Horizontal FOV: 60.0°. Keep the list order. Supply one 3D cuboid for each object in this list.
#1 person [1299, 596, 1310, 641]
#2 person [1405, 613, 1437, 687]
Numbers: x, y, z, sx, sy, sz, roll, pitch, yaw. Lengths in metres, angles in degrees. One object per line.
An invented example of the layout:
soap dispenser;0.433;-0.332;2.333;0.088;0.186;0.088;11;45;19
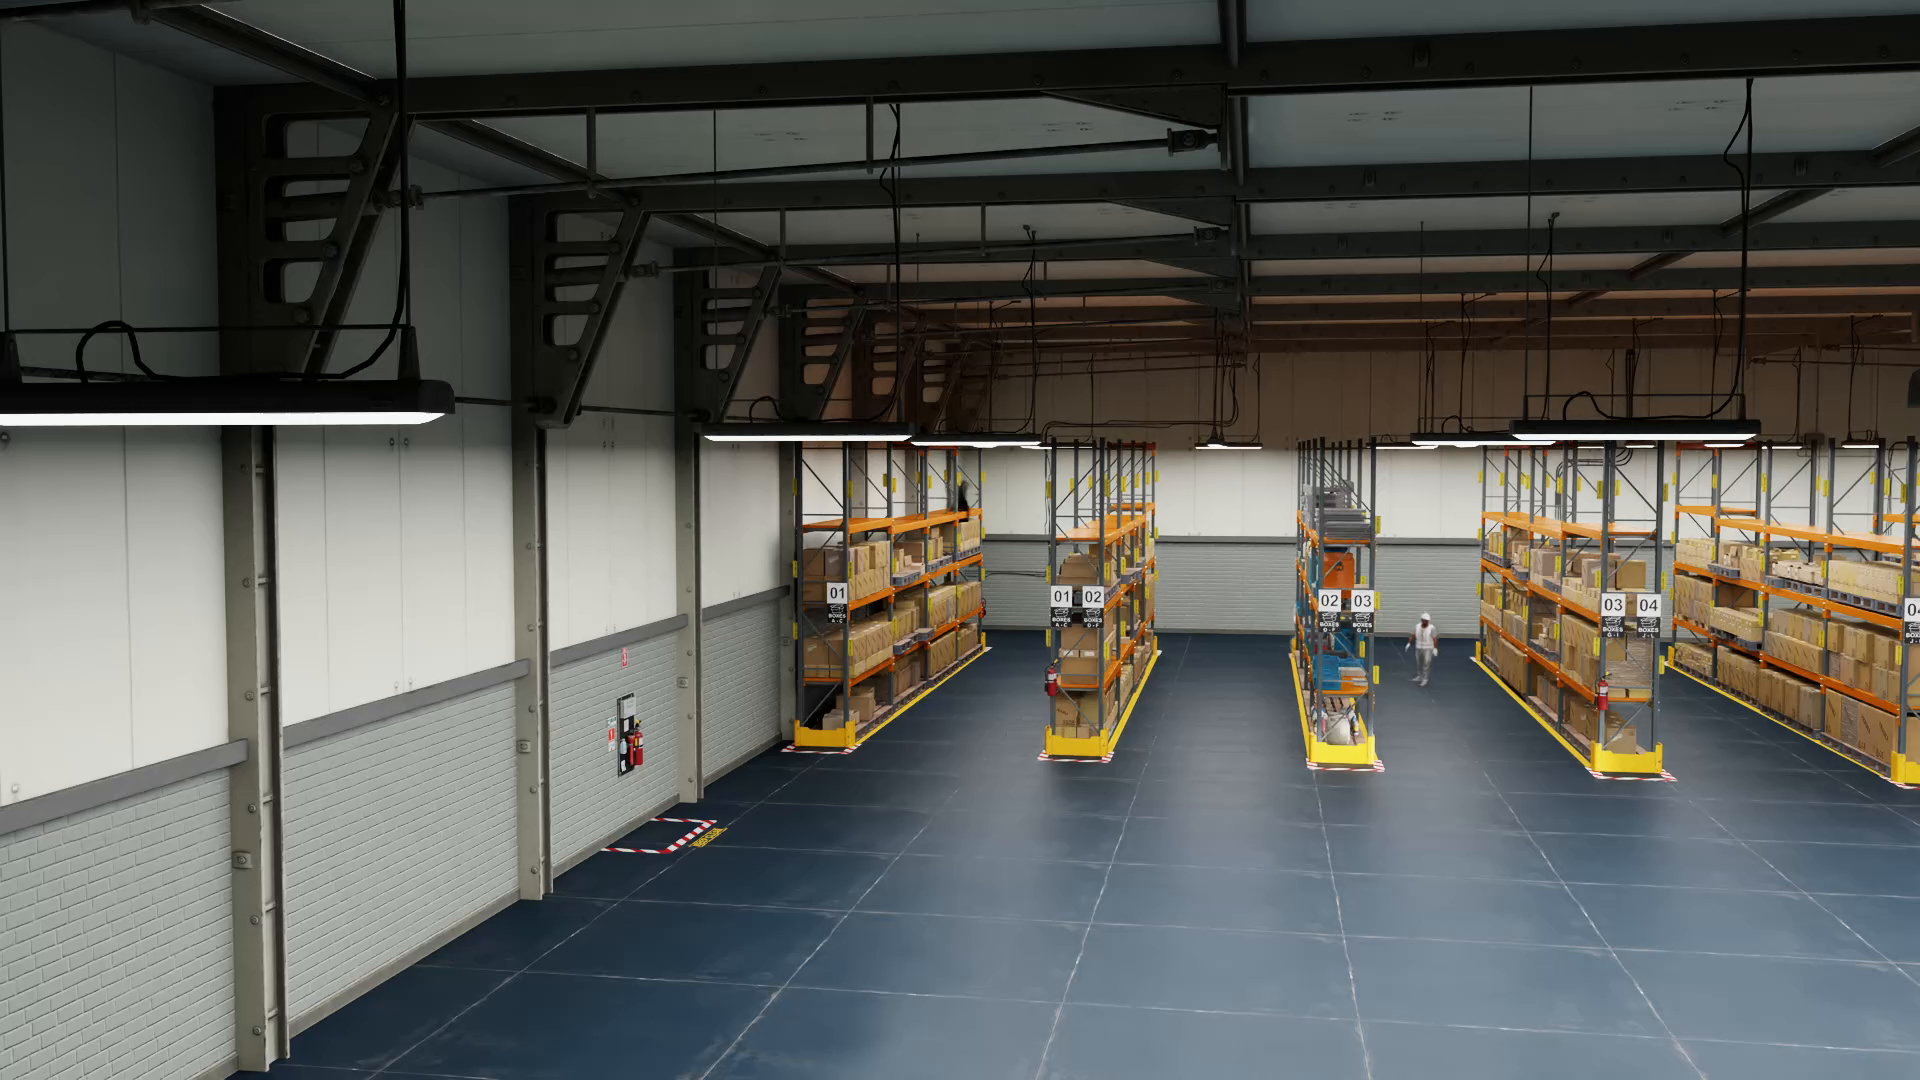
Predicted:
person;9.824;2.393;47.582;0.527;1.662;0.570;0;3;-1
person;11.379;2.682;40.963;0.740;1.771;0.771;2;4;40
